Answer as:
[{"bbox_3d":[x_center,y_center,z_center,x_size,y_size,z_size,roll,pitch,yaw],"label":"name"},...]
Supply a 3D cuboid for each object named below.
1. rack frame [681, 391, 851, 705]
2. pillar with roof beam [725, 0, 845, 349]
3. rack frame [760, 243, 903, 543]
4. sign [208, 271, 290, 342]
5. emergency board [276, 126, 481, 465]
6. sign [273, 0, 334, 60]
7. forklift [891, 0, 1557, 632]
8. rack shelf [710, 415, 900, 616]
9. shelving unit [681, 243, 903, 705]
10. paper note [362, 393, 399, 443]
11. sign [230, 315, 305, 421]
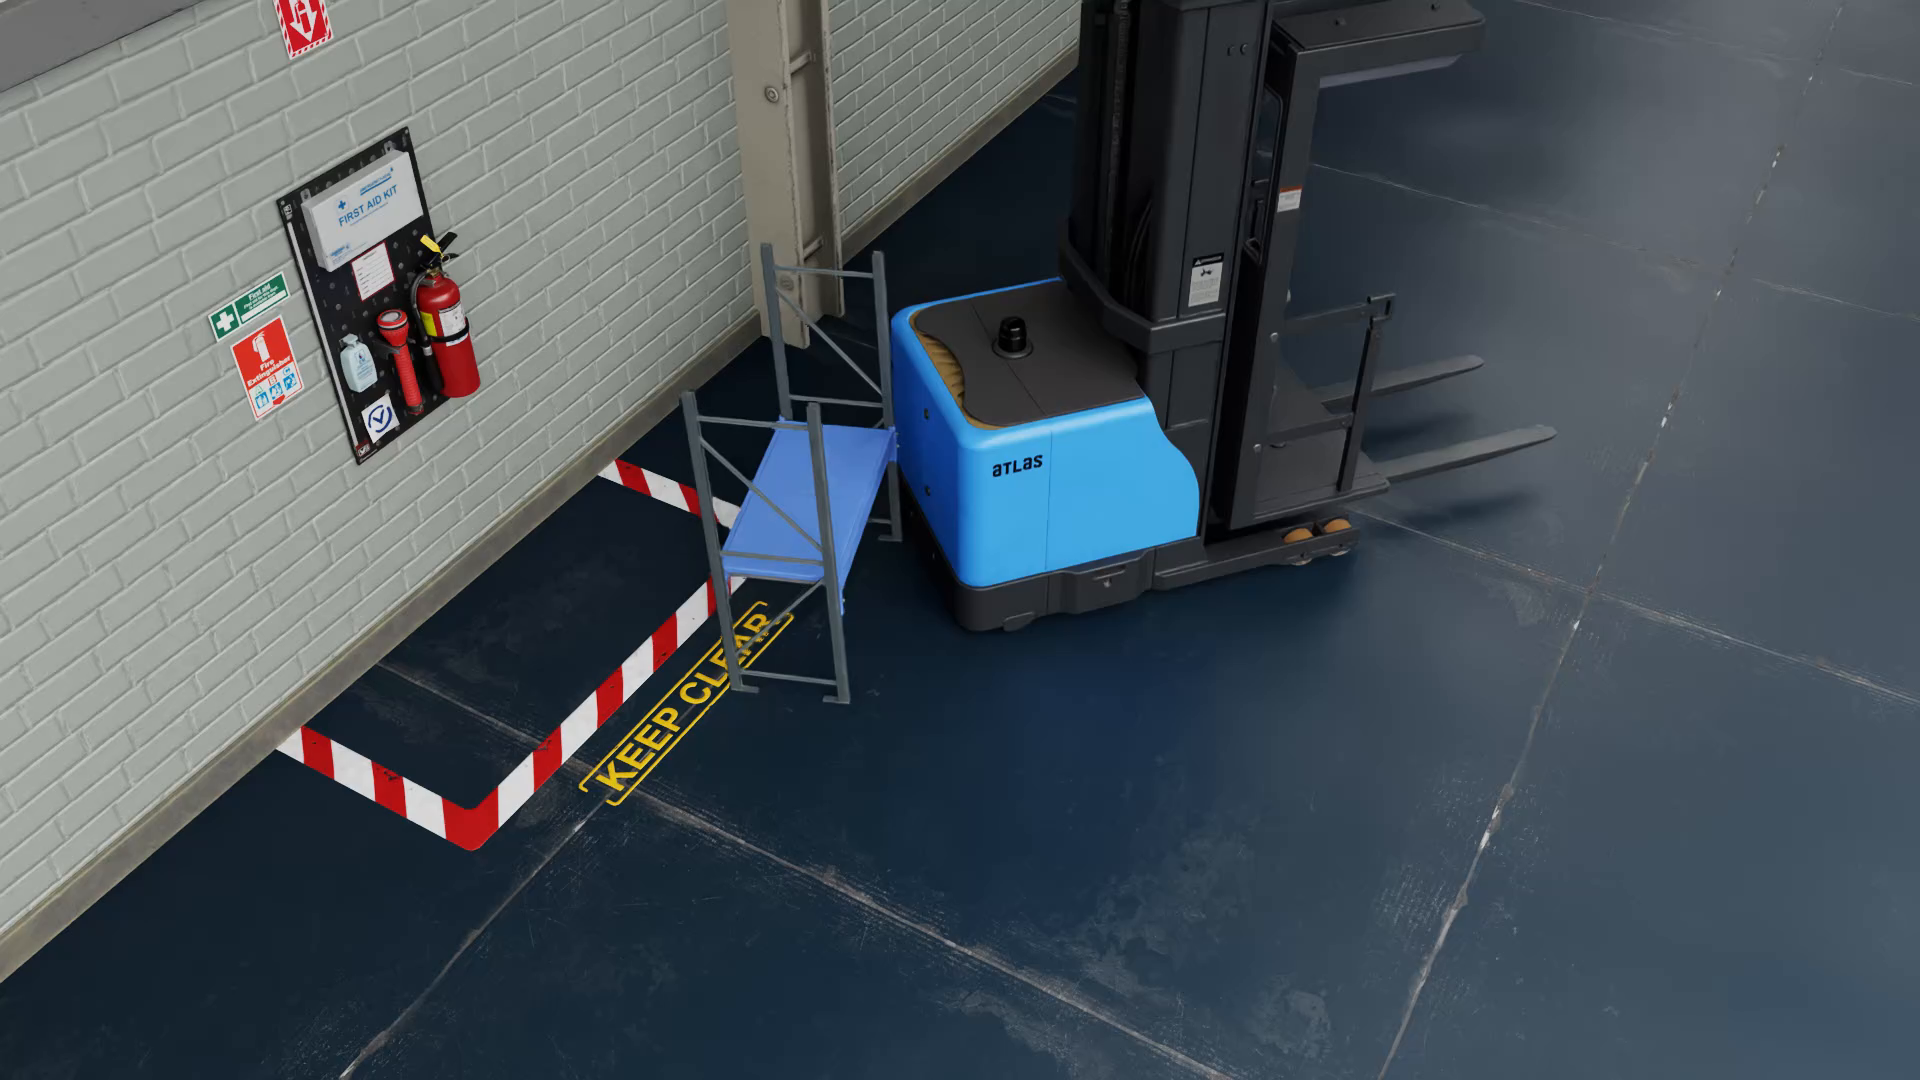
[{"bbox_3d":[-0.717,0.071,6.339,0.500,1.500,0.032,6,42,9],"label":"rack frame"},{"bbox_3d":[2.880,-3.115,4.294,9.100,9.000,0.400,21,45,22],"label":"pillar with roof beam"},{"bbox_3d":[-0.528,-0.589,7.088,0.500,1.500,0.032,6,42,9],"label":"rack frame"},{"bbox_3d":[-2.473,-0.816,5.794,0.001,0.109,0.331,21,45,22],"label":"sign"},{"bbox_3d":[-2.117,-0.886,6.302,0.194,1.169,0.643,21,45,22],"label":"emergency board"},{"bbox_3d":[-2.207,-1.784,5.568,0.001,0.298,0.199,21,45,22],"label":"sign"},{"bbox_3d":[1.265,-1.303,6.827,3.031,2.935,1.130,-13,43,-15],"label":"forklift"},{"bbox_3d":[-0.617,-0.123,6.832,0.538,0.185,1.000,6,42,9],"label":"rack shelf"},{"bbox_3d":[-0.622,-0.259,6.714,0.538,1.500,1.048,6,42,9],"label":"shelving unit"},{"bbox_3d":[-2.265,-0.477,6.504,0.016,0.148,0.142,21,45,22],"label":"paper note"},{"bbox_3d":[-2.483,-0.617,5.970,0.001,0.329,0.234,21,45,22],"label":"sign"}]
